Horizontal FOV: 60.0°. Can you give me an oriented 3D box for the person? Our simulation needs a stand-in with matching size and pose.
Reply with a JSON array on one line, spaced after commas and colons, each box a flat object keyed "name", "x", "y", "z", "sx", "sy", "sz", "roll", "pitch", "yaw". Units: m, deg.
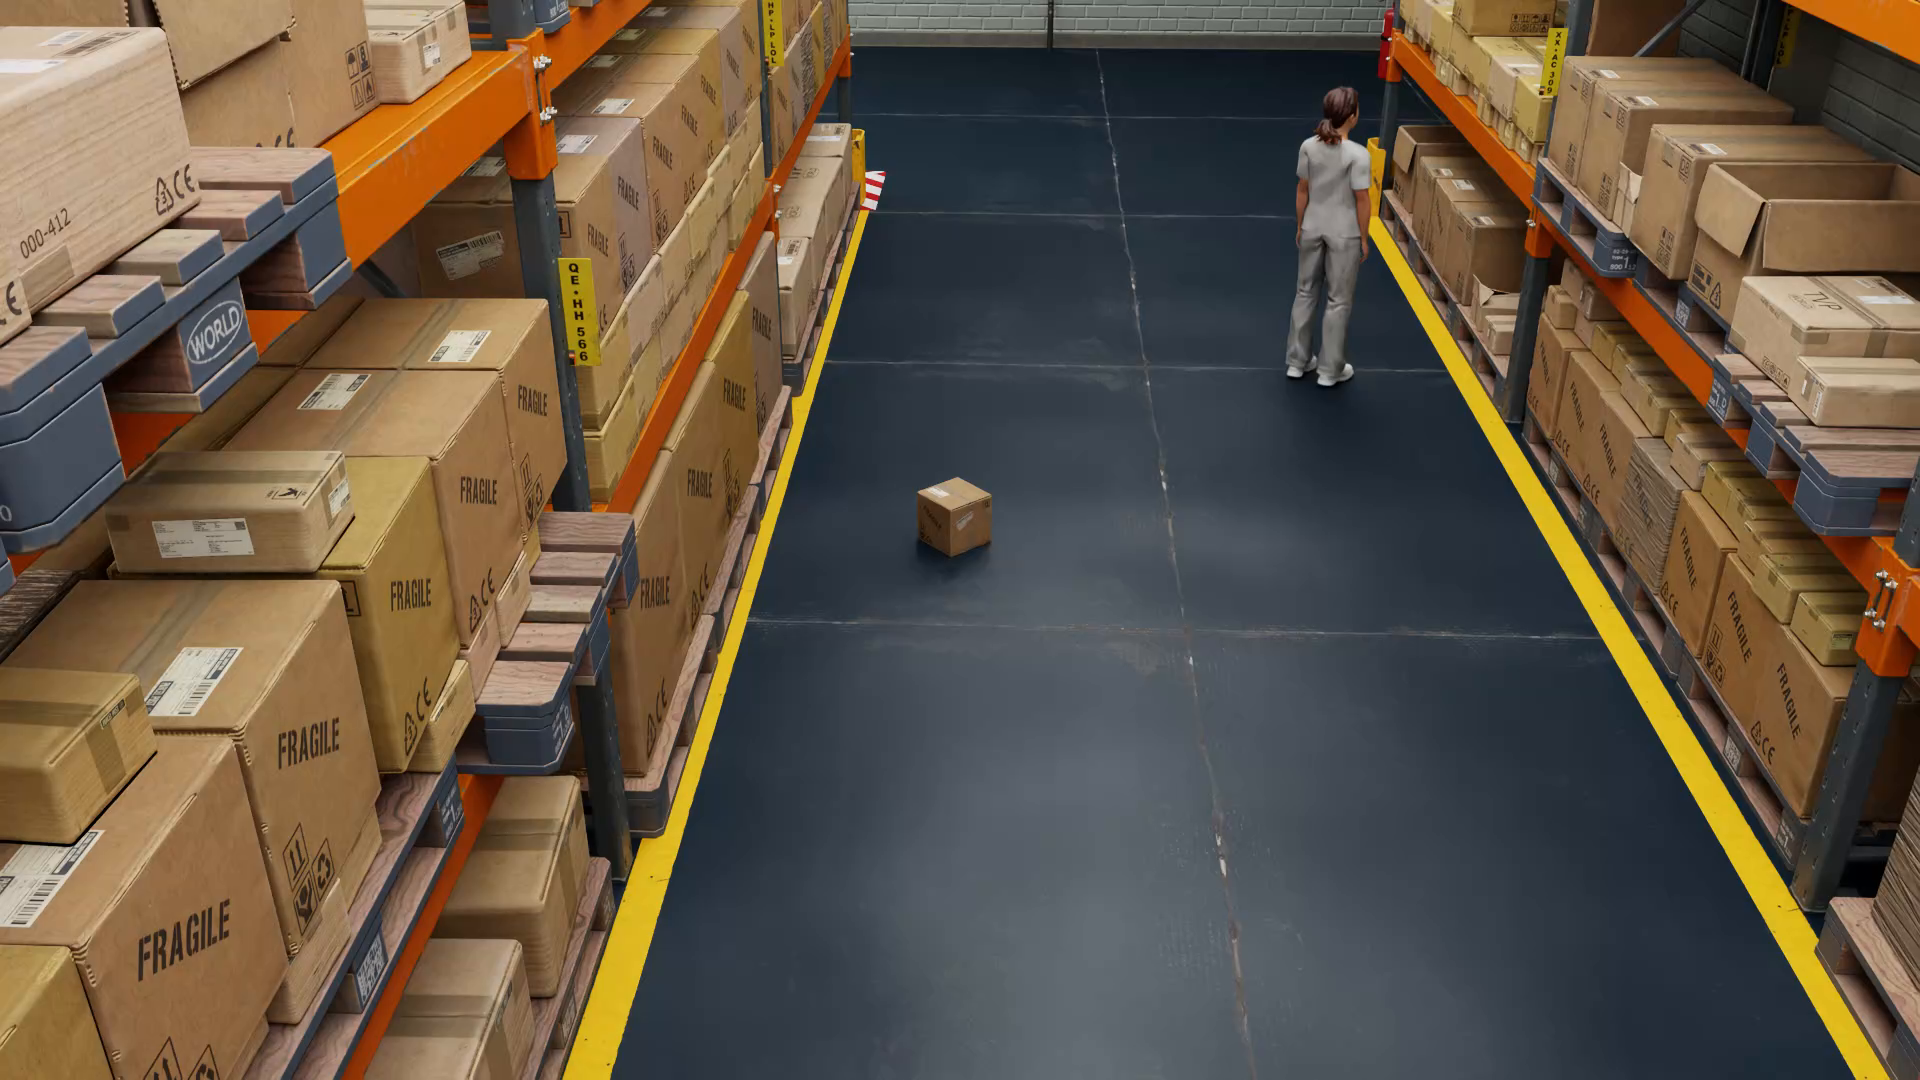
[{"name": "person", "x": 2.068, "y": -1.679, "z": 9.251, "sx": 0.441, "sy": 1.678, "sz": 0.392, "roll": 21, "pitch": 34, "yaw": 34}]
